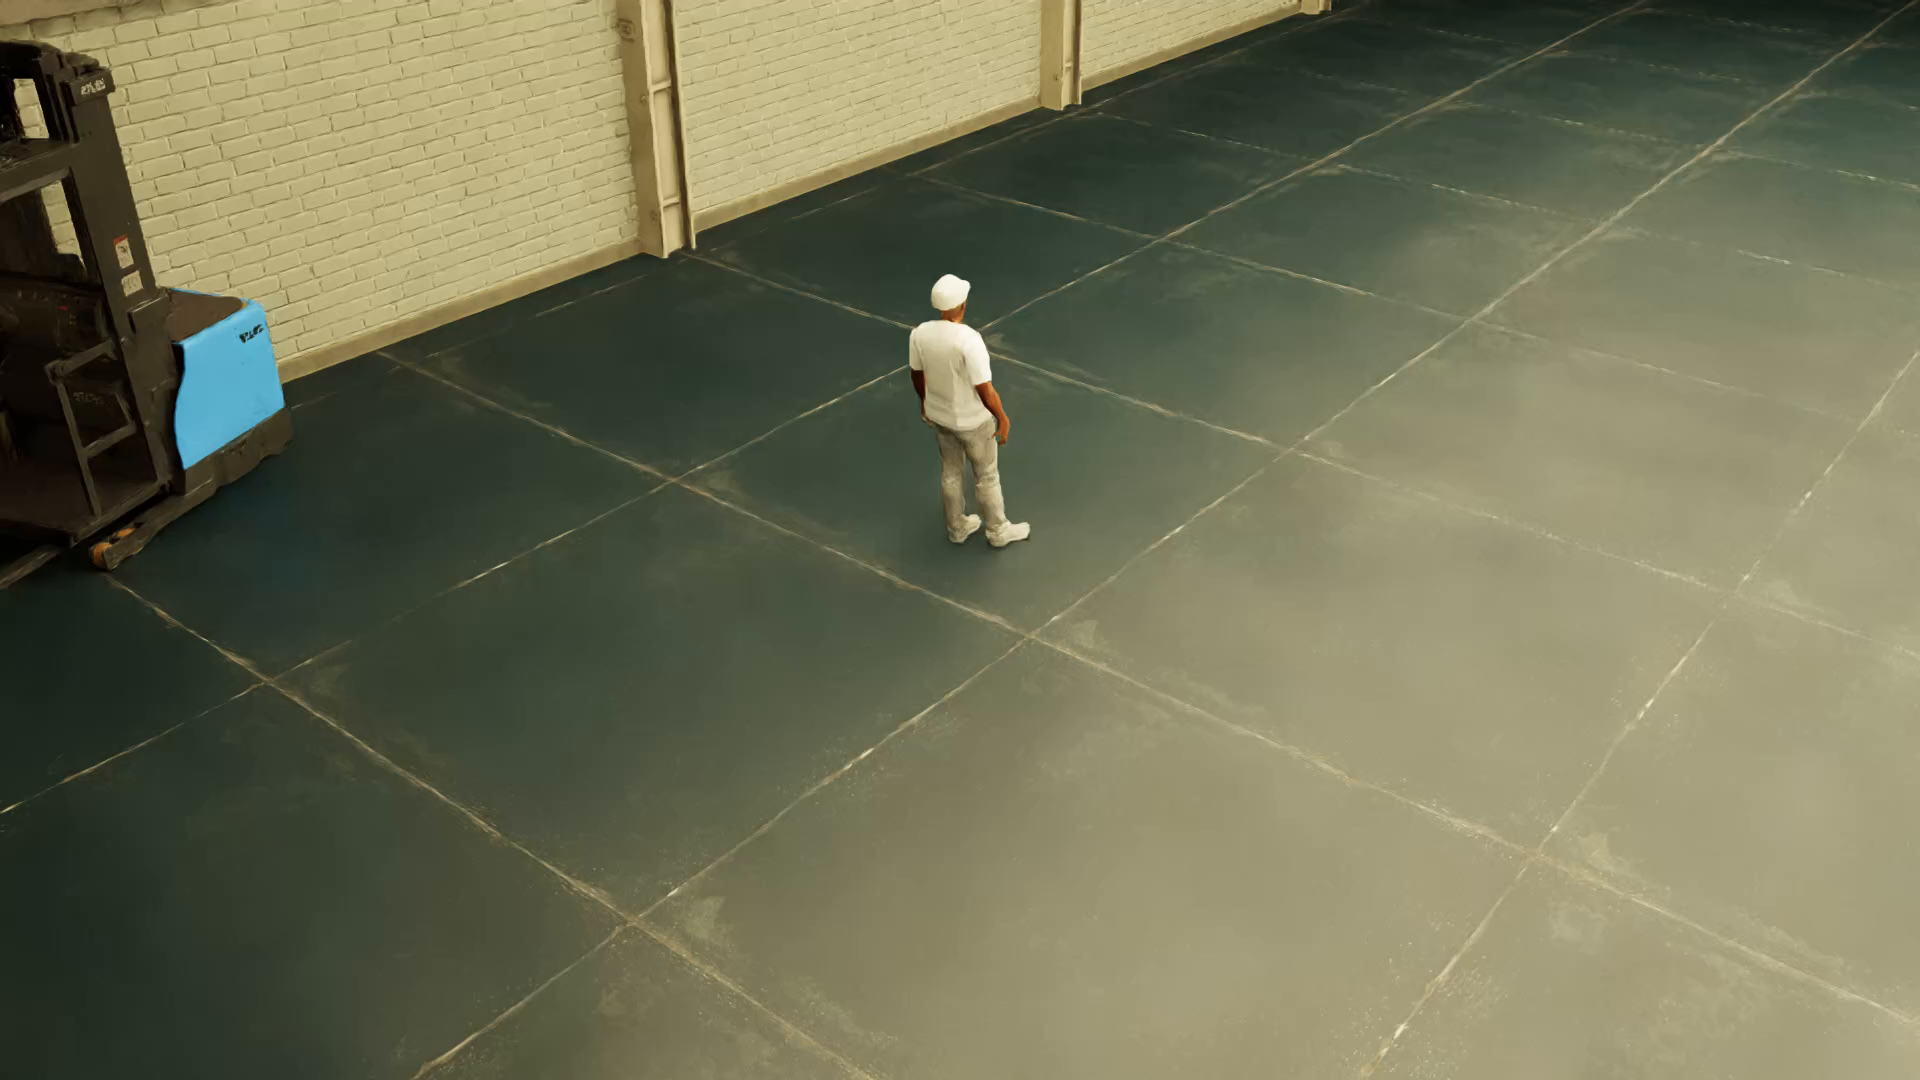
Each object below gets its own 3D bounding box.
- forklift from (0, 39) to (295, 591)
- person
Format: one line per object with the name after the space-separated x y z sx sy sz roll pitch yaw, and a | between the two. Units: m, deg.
-5.598 -1.315 9.845 1.130 2.935 3.031 10 32 16 | forklift
0.048 -0.794 10.095 0.665 1.766 0.576 22 37 33 | person
